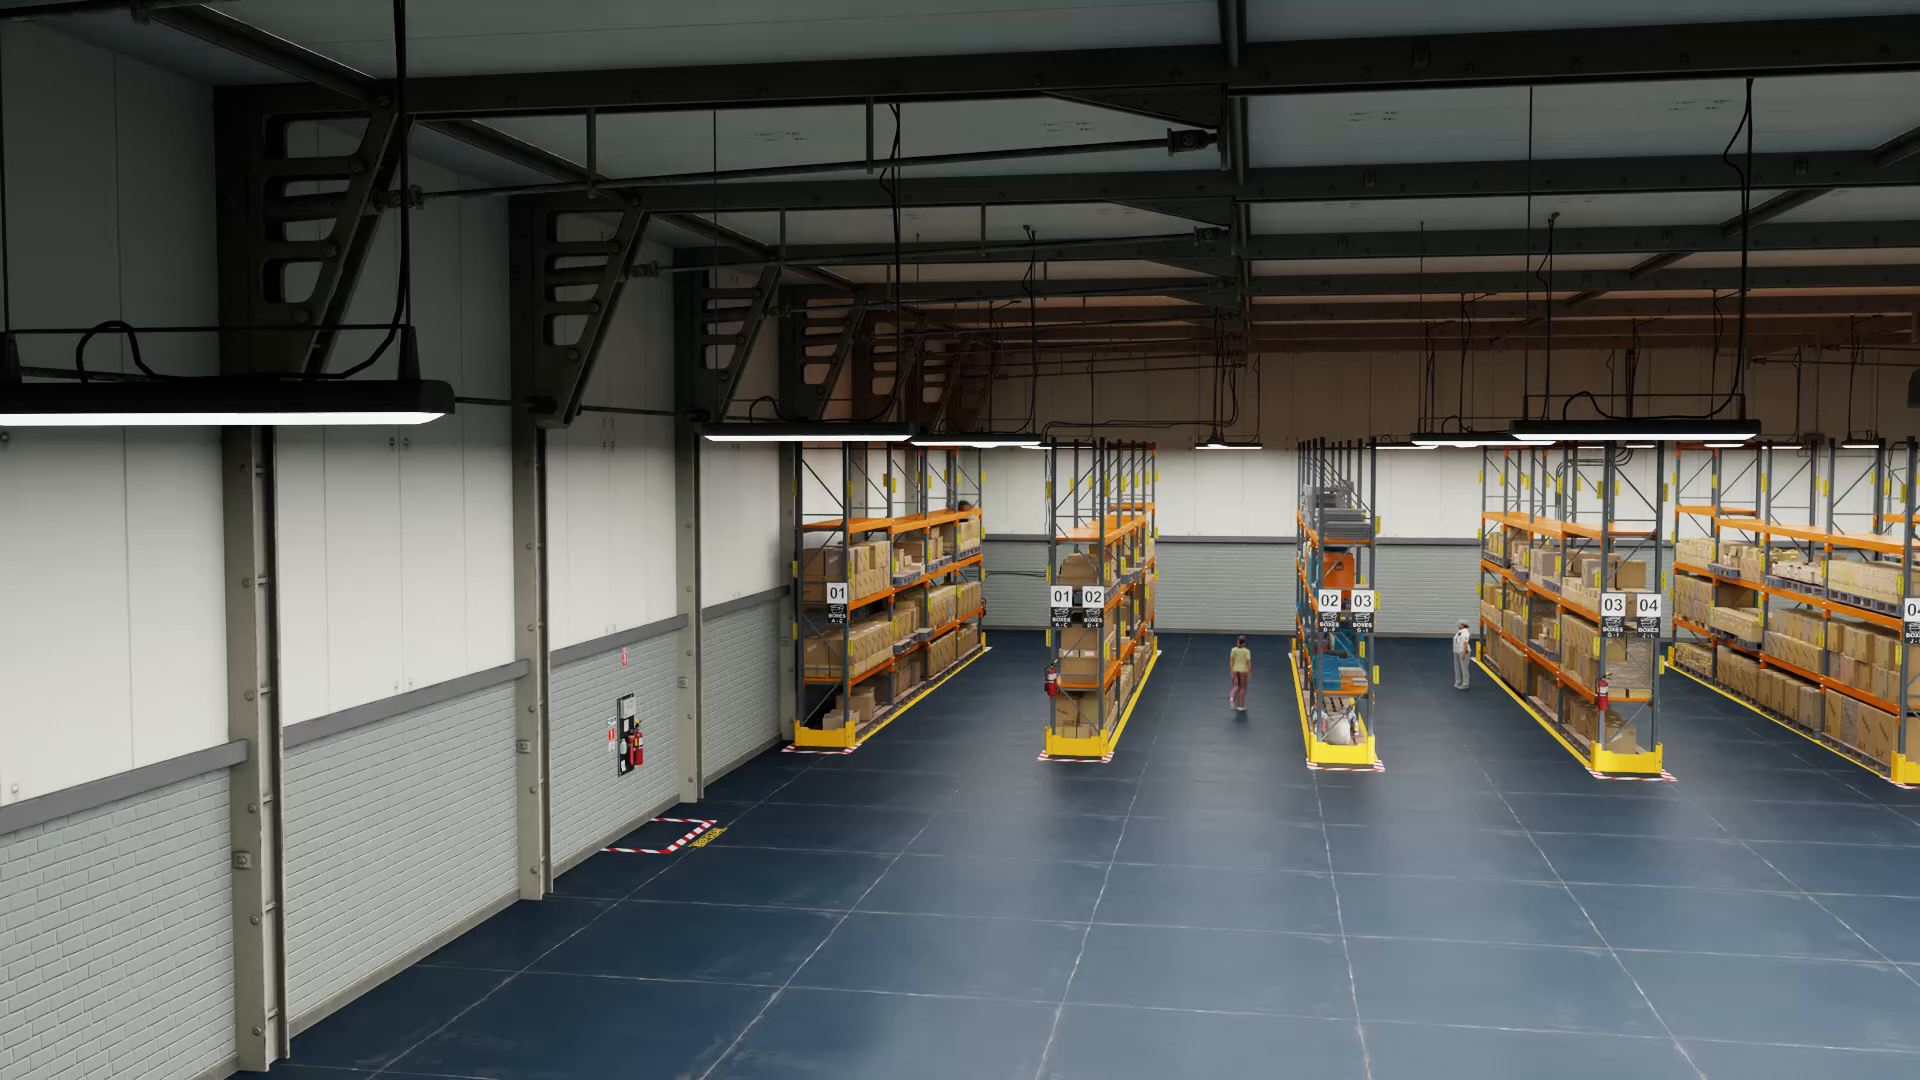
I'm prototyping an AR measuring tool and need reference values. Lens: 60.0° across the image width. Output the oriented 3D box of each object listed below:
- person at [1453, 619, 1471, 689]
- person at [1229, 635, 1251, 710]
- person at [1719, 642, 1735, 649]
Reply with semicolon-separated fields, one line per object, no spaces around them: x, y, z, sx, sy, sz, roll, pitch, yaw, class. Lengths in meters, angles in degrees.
12.175;2.761;40.384;0.431;1.672;0.478;-1;3;-21;person
6.187;2.936;36.676;0.523;1.661;0.445;-3;4;-45;person
21.924;2.385;47.621;0.543;1.663;0.339;2;4;32;person
